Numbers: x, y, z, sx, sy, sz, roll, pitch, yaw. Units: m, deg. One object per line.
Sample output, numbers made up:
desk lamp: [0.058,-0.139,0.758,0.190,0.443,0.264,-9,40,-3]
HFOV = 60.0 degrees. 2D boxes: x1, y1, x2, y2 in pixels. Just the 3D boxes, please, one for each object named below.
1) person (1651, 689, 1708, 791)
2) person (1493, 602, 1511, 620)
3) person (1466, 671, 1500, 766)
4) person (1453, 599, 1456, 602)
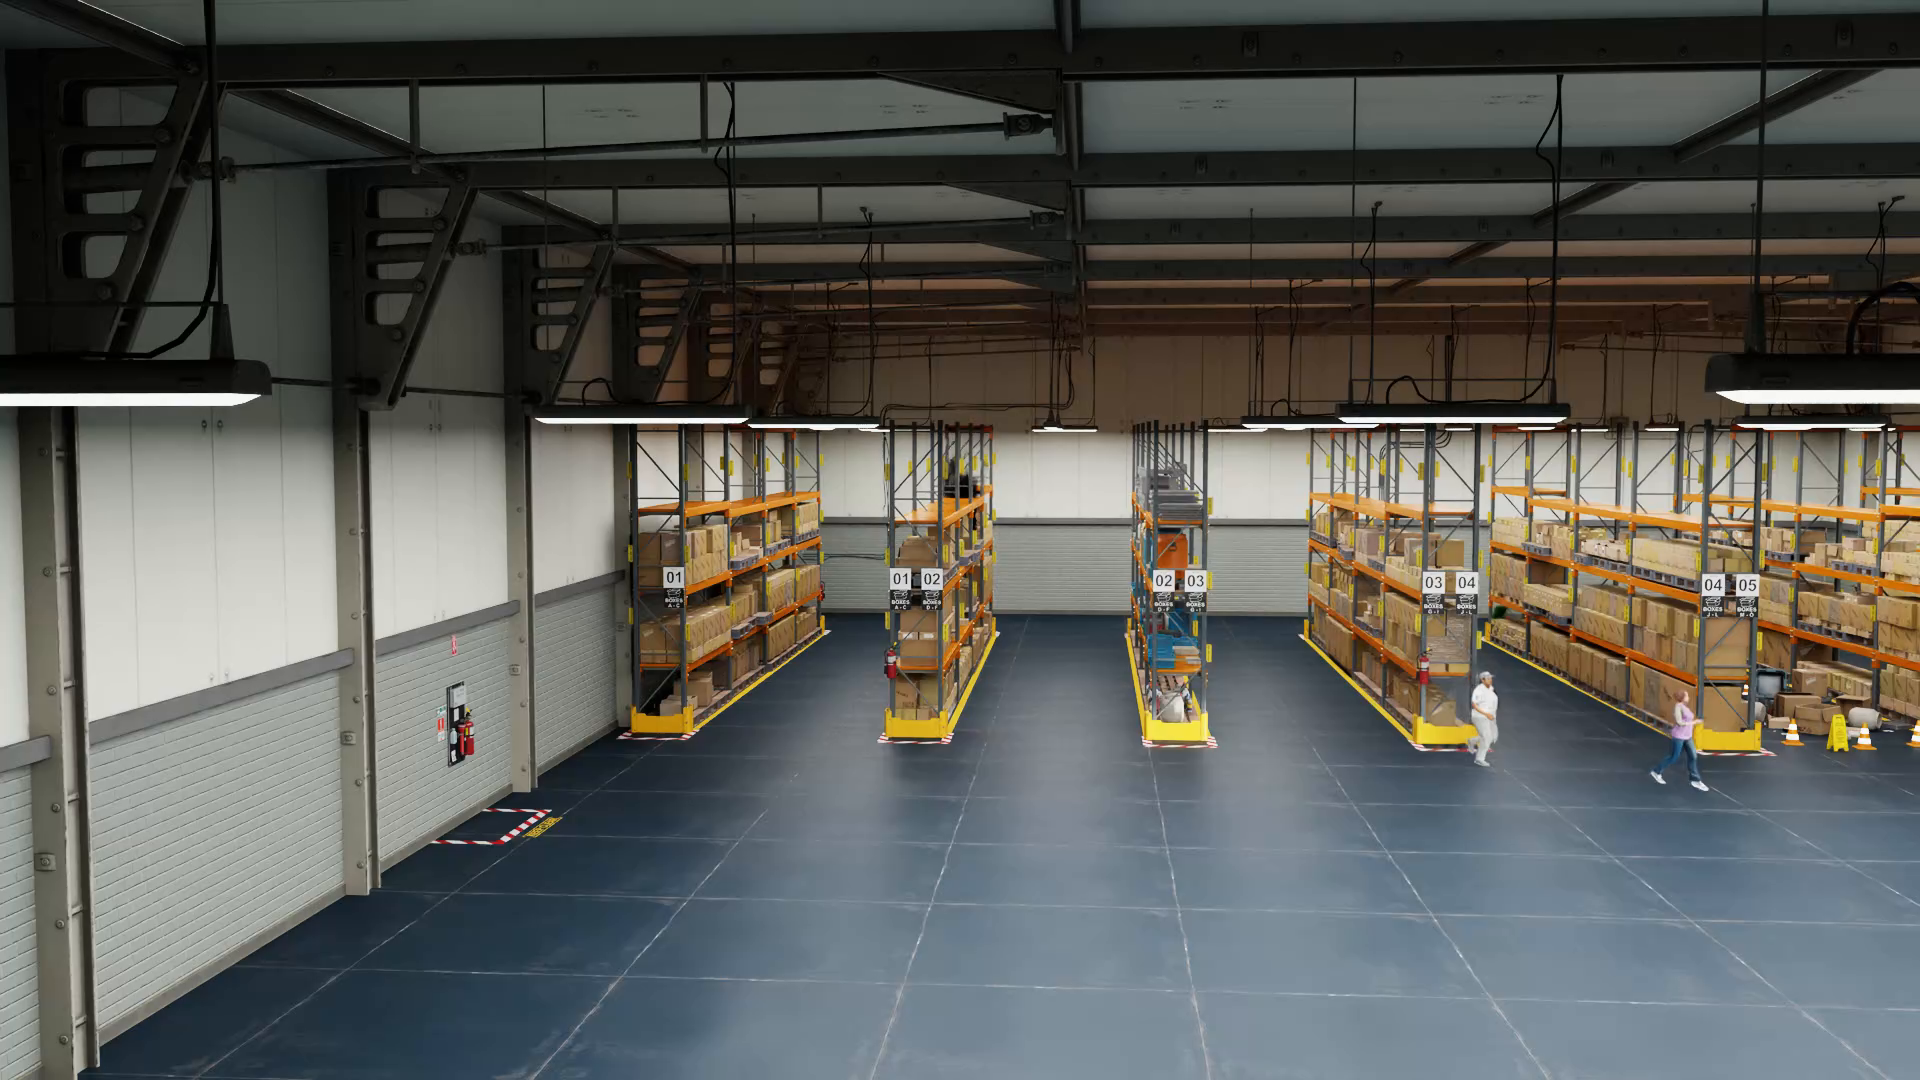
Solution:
person: [11.628,3.199,26.834,0.863,1.603,0.530,4,5,45]
person: [15.462,1.850,47.627,0.819,1.716,0.732,3,5,44]
person: [9.081,3.089,28.918,0.634,1.638,0.621,-3,5,-42]
person: [13.468,1.937,46.682,0.768,1.693,0.799,3,5,40]
